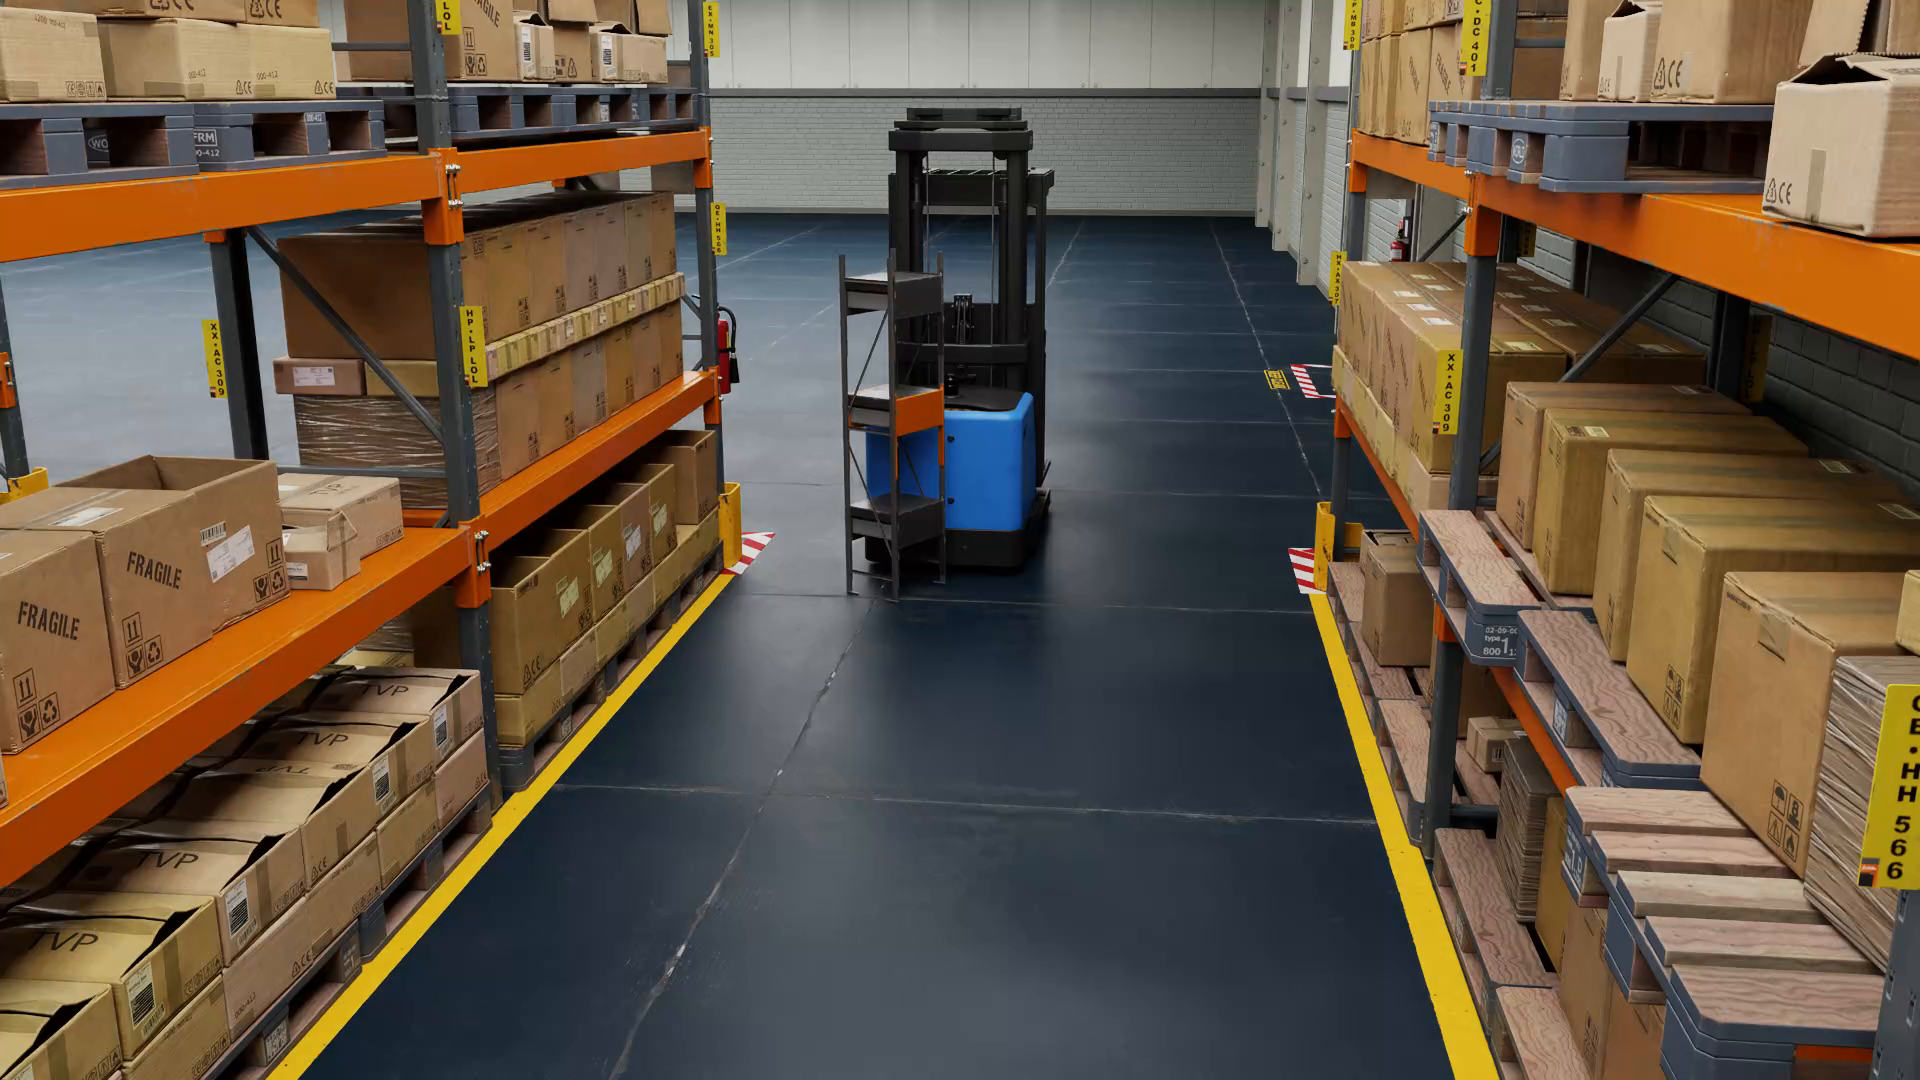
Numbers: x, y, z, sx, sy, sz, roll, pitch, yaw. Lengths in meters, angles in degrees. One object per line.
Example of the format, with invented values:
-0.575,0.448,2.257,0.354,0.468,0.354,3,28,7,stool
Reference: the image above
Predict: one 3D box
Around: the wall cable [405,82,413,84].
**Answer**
-13.200,-14.651,42.089,2.305,6.003,0.169,2,15,6,wall cable

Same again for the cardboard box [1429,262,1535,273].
3.014,-1.341,9.687,0.500,0.500,0.500,2,15,6,cardboard box

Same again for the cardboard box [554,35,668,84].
-1.935,-2.655,9.201,0.500,0.250,0.500,2,15,6,cardboard box

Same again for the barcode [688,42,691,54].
-1.621,-2.951,9.970,0.001,0.075,0.075,2,15,6,barcode

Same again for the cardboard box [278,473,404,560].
-2.530,-0.076,6.485,0.500,0.250,0.500,3,15,10,cardboard box

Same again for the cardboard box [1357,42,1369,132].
2.570,-2.597,9.542,0.500,0.500,0.500,2,15,8,cardboard box

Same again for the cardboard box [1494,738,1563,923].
2.338,1.053,5.967,0.700,0.500,0.500,2,15,8,cardboard box

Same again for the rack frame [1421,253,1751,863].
2.404,-0.133,6.406,1.000,3.000,0.127,2,15,6,rack frame

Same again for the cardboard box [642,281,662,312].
-1.977,-1.437,9.797,0.380,0.149,0.250,1,15,5,cardboard box

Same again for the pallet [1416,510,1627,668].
2.174,0.154,5.714,1.003,0.211,1.213,2,15,6,pallet

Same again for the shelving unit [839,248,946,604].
-0.406,-0.707,10.248,0.431,2.100,0.503,10,18,35,shelving unit

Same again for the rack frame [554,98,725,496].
-2.067,-1.315,10.779,1.000,3.000,0.127,2,15,6,rack frame

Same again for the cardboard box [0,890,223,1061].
-2.508,1.218,4.800,0.500,0.311,0.500,1,15,5,cardboard box

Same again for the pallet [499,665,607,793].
-2.387,0.863,8.064,1.003,0.211,1.213,2,15,6,pallet

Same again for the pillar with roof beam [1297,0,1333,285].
1.390,-8.654,26.428,9.100,9.000,0.400,2,15,6,pillar with roof beam

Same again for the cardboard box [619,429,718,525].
-1.832,-0.405,10.438,0.500,0.500,0.500,2,15,6,cardboard box

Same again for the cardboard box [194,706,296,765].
-2.874,0.806,6.324,0.500,0.311,0.500,2,15,6,cardboard box

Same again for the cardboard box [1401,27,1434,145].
2.310,-2.052,7.530,0.500,0.500,0.500,1,15,4,cardboard box

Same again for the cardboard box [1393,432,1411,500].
2.221,-0.331,7.387,0.500,0.250,0.500,2,15,7,cardboard box

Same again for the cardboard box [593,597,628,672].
-2.041,0.477,8.616,0.500,0.250,0.500,2,15,6,cardboard box

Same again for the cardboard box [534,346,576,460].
-2.361,-0.708,8.343,0.700,0.500,0.500,2,15,7,cardboard box

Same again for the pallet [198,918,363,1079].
-2.698,1.578,5.422,1.003,0.211,1.213,2,15,6,pallet

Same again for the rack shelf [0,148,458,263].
-2.744,-0.860,4.726,1.077,0.370,4.000,2,15,6,rack shelf

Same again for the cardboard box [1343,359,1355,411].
2.441,-0.855,9.327,0.500,0.250,0.500,1,15,5,cardboard box

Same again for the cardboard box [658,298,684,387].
-2.132,-1.243,10.319,0.700,0.500,0.500,2,15,6,cardboard box

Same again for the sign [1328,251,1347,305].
2.317,-1.604,10.189,0.100,0.325,0.005,2,15,6,sign

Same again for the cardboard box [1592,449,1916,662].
2.200,0.054,4.681,0.700,0.500,0.500,4,16,14,cardboard box

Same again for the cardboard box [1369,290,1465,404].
2.327,-0.958,8.272,0.500,0.500,0.500,2,15,8,cardboard box

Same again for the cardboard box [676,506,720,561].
-1.834,-0.043,10.536,0.500,0.250,0.500,2,15,6,cardboard box

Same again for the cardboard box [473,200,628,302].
-2.248,-1.588,9.111,0.700,0.500,0.500,2,15,6,cardboard box

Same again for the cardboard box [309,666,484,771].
-2.279,0.690,6.753,0.500,0.311,0.500,2,15,6,cardboard box

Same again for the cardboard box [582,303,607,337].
-2.093,-1.169,8.806,0.380,0.149,0.250,1,15,5,cardboard box

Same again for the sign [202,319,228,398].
-3.070,-0.750,6.878,0.100,0.325,0.005,2,15,6,sign

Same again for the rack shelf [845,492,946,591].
-0.403,-0.018,10.433,0.431,0.518,0.480,10,18,35,rack shelf

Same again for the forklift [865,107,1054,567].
0.084,-1.578,11.883,1.130,2.935,3.031,2,15,7,forklift

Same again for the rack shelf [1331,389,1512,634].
2.630,-0.304,8.418,1.077,0.370,4.000,2,15,6,rack shelf

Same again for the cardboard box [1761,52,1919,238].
1.766,-0.705,2.907,0.500,0.311,0.500,2,15,6,cardboard box

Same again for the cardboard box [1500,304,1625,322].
2.789,-0.811,7.726,0.500,0.500,0.500,2,15,8,cardboard box

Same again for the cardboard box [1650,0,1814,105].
2.124,-1.372,4.248,0.500,0.500,0.500,1,15,4,cardboard box

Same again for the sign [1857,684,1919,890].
1.413,0.371,2.479,0.100,0.325,0.005,2,15,6,sign

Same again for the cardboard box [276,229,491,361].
-2.474,-1.067,7.186,0.700,0.500,0.500,2,15,7,cardboard box

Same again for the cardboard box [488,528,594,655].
-2.106,0.244,8.039,0.500,0.500,0.500,2,15,6,cardboard box

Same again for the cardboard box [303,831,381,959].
-2.393,1.227,5.841,0.500,0.250,0.500,2,15,8,cardboard box

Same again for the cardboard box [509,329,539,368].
-2.211,-0.903,7.821,0.380,0.149,0.250,2,15,6,cardboard box

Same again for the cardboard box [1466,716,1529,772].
2.435,0.883,7.235,0.380,0.166,0.250,0,15,-1,cardboard box

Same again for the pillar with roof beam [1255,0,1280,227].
2.744,-11.767,37.938,9.100,9.000,0.400,2,15,6,pillar with roof beam

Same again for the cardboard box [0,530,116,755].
-2.796,0.276,4.704,0.500,0.500,0.500,1,15,3,cardboard box

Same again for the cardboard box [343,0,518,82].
-2.199,-2.167,6.919,0.500,0.500,0.500,3,15,11,cardboard box

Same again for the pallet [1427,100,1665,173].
2.229,-1.333,5.459,1.213,0.211,1.003,2,15,6,pallet

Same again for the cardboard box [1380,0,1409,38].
2.417,-2.804,8.394,0.500,0.500,0.500,2,15,8,cardboard box

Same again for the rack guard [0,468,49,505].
-6.950,-0.234,11.570,1.175,0.500,0.348,2,15,6,rack guard

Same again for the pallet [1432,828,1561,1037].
2.318,1.415,6.023,1.003,0.211,1.213,2,15,6,pallet

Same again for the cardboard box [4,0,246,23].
-2.668,-1.911,5.281,0.500,0.500,0.500,3,15,12,cardboard box
